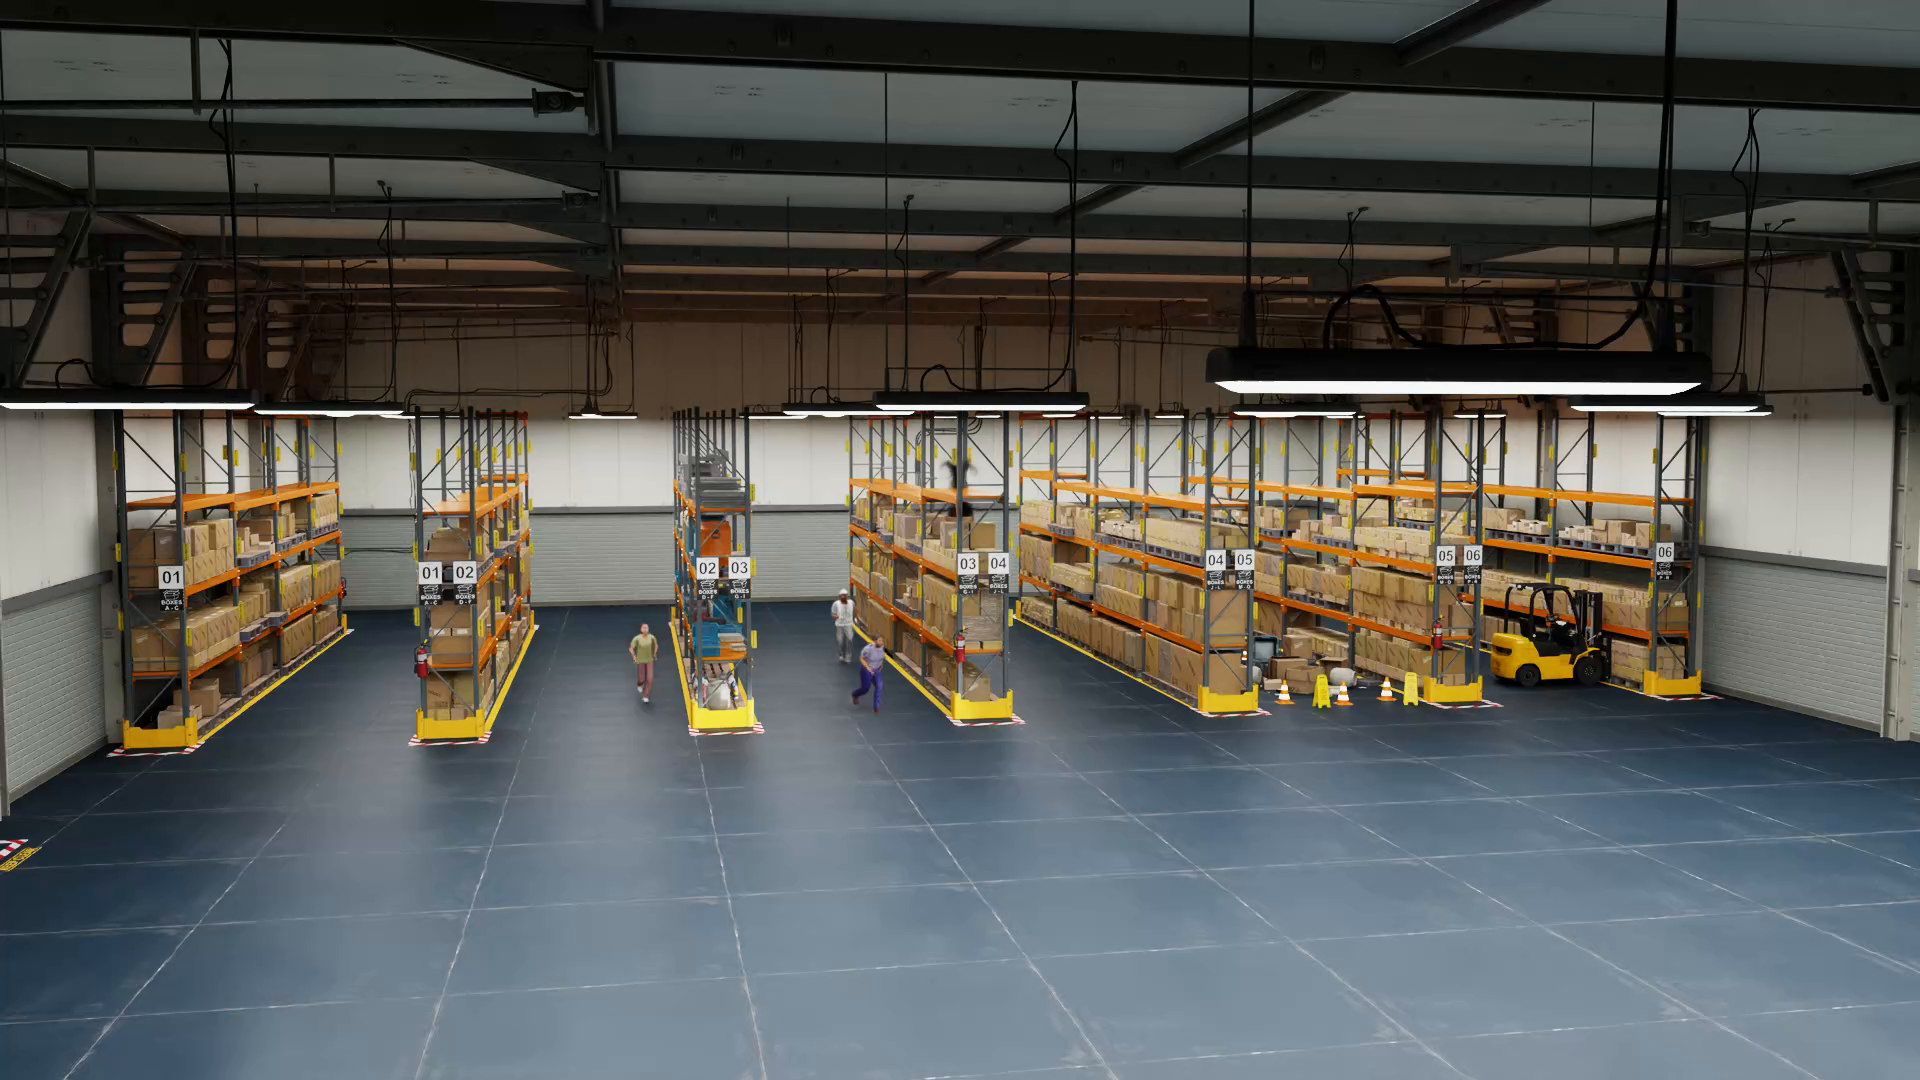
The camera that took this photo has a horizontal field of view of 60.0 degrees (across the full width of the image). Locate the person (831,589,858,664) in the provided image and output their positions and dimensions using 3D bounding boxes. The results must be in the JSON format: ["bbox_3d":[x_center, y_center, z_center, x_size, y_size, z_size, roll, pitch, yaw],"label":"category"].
[{"bbox_3d":[-2.715,2.046,39.256,0.658,1.784,0.796,-1,4,-11],"label":"person"}]

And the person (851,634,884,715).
[{"bbox_3d":[-1.810,2.626,32.840,0.628,1.615,0.954,-4,6,-43],"label":"person"}]

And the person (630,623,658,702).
[{"bbox_3d":[-6.481,2.493,34.151,0.591,1.622,0.688,-1,4,-20],"label":"person"}]
